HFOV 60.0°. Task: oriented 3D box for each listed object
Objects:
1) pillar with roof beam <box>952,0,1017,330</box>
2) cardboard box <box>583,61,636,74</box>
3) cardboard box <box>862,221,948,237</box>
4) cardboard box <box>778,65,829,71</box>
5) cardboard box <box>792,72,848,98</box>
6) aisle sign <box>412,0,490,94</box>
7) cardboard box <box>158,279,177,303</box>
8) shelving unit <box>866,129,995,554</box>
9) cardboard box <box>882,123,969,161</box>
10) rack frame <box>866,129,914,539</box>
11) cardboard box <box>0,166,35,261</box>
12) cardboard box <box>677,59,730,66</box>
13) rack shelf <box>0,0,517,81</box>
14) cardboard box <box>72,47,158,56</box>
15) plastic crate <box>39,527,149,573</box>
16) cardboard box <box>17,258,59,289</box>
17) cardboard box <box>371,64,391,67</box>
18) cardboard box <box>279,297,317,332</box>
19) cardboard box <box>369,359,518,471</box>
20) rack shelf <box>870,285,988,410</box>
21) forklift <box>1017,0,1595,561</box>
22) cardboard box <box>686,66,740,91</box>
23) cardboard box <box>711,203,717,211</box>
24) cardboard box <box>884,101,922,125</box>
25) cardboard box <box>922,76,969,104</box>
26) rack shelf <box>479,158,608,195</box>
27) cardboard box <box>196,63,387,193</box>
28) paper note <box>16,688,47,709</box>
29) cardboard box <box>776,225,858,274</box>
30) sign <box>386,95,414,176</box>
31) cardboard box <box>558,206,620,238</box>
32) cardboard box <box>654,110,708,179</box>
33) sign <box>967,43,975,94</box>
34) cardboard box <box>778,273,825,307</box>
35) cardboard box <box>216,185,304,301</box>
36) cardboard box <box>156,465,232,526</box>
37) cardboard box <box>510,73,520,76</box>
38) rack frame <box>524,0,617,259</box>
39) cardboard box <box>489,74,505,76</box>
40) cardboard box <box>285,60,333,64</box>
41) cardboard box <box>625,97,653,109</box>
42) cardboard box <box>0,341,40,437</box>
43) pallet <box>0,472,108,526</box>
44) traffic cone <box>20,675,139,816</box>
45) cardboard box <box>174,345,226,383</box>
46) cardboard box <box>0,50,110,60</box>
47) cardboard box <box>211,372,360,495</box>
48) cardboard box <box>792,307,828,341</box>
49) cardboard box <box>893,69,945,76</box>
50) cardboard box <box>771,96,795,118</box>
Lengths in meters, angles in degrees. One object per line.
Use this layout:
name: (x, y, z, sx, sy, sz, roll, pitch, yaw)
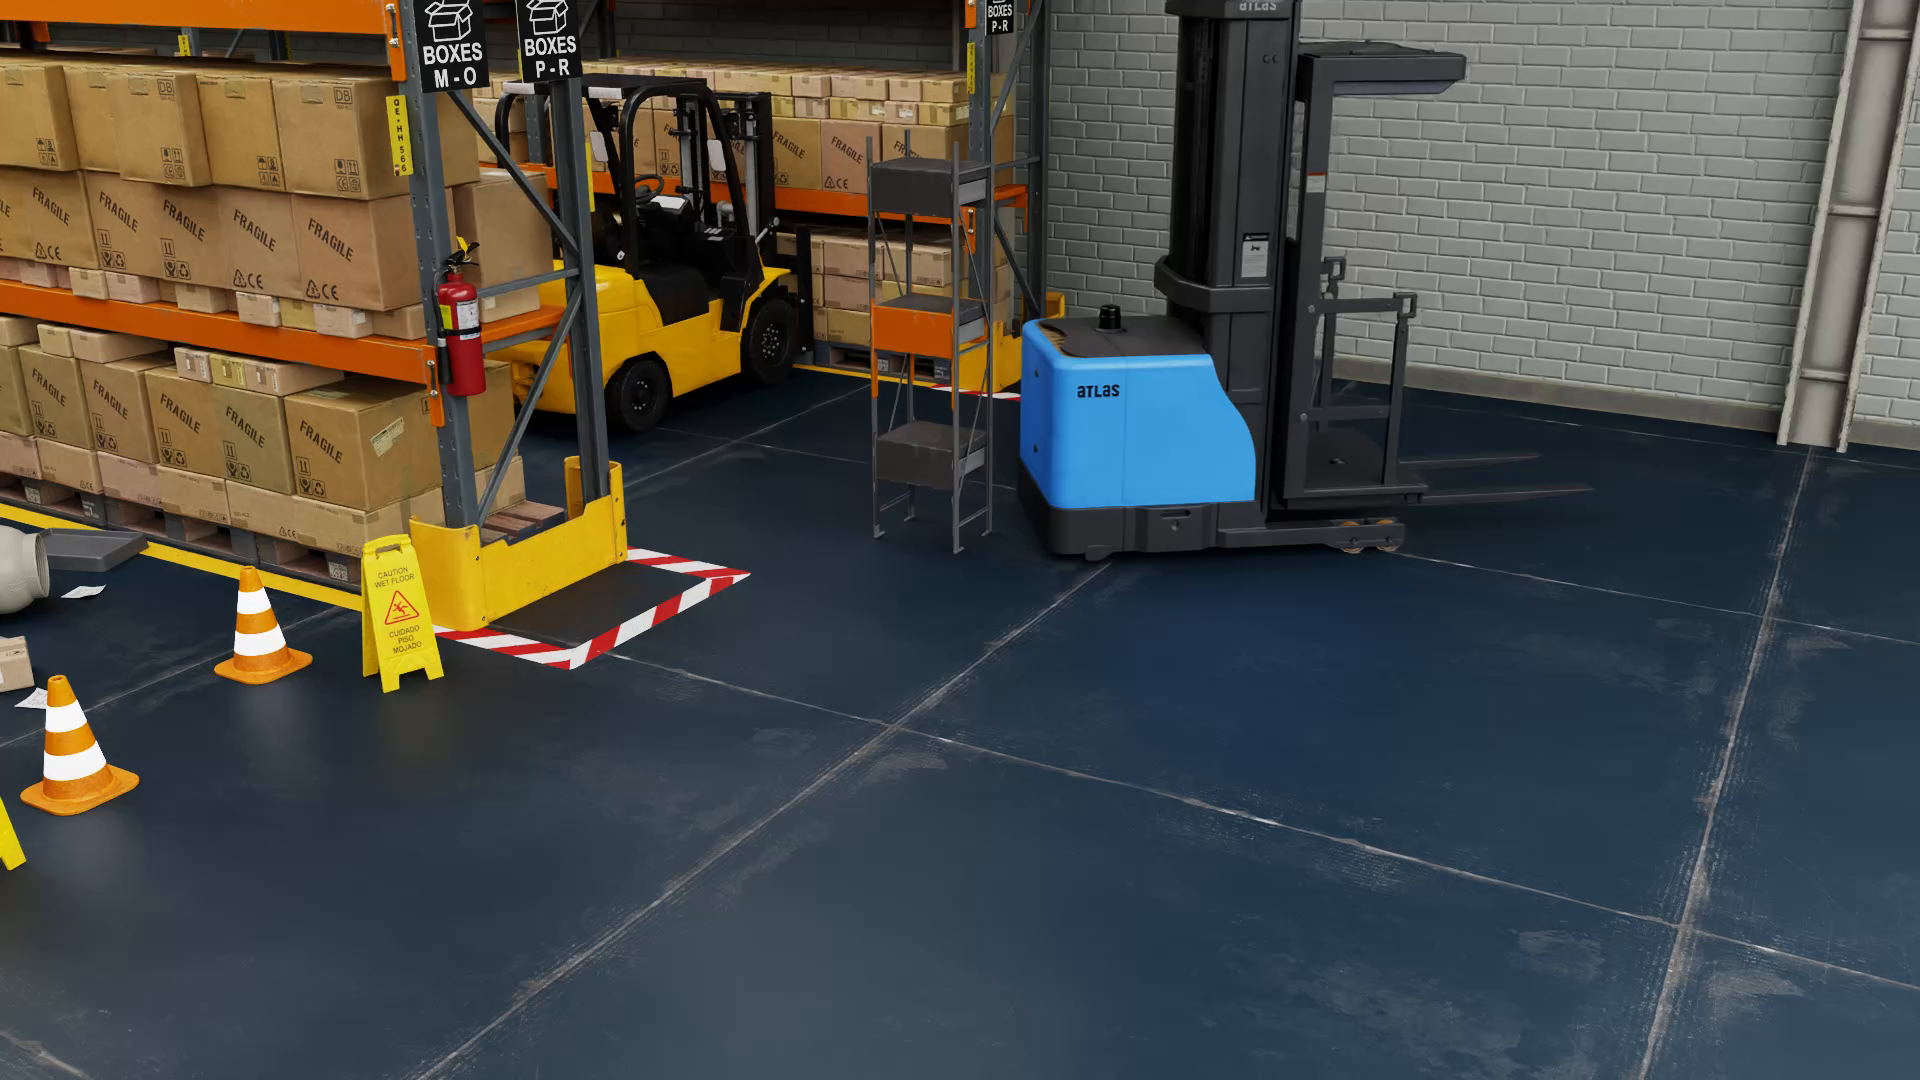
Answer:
pillar with roof beam: (-1.915, -4.568, 8.263, 0.400, 9.000, 9.100, 11, 23, 27)
cardboard box: (-2.725, -3.650, 12.995, 0.250, 0.149, 0.380, 11, 23, 28)
cardboard box: (-0.413, -2.239, 12.589, 0.500, 0.250, 0.500, 11, 23, 27)
cardboard box: (-1.173, -3.523, 12.644, 0.250, 0.149, 0.380, 11, 23, 28)
cardboard box: (-0.998, -3.275, 11.962, 0.250, 0.149, 0.380, 11, 23, 29)
aisle sign: (-2.152, -2.293, 6.975, 0.004, 0.787, 0.394, 11, 23, 27)
cardboard box: (-3.821, -1.308, 8.440, 0.250, 0.149, 0.380, 11, 23, 27)
shelving unit: (-0.144, -1.015, 8.583, 0.503, 2.100, 0.431, 11, 23, 27)
cardboard box: (-0.205, -2.696, 11.753, 0.500, 0.500, 0.500, 10, 22, 26)
rack frame: (-0.358, -1.055, 8.695, 0.015, 2.100, 0.400, 11, 23, 27)
cardboard box: (-4.859, -1.787, 8.809, 0.500, 0.500, 0.500, 11, 23, 27)
cardboard box: (-2.028, -3.723, 13.194, 0.250, 0.149, 0.380, 10, 22, 26)
rack shelf: (-3.811, -2.572, 8.213, 4.000, 0.370, 1.077, 11, 23, 27)
cardboard box: (-8.147, -4.439, 15.935, 0.637, 0.503, 0.797, 10, 22, 26)
plastic crate: (-4.586, 0.045, 8.624, 0.583, 0.080, 0.402, 3, 20, 9)
cardboard box: (-4.747, -1.454, 8.842, 0.250, 0.149, 0.380, 12, 23, 29)
cardboard box: (-5.073, -4.159, 14.835, 0.250, 0.149, 0.380, 10, 22, 26)
cardboard box: (-2.984, -1.106, 7.884, 0.250, 0.149, 0.380, 10, 22, 26)
cardboard box: (-2.655, -0.645, 8.561, 0.500, 0.500, 0.500, 10, 22, 26)
rack shelf: (-0.144, -1.002, 8.588, 0.480, 0.518, 0.431, 11, 23, 27)
forklift: (1.881, -1.482, 8.652, 3.031, 2.935, 1.130, -3, 20, -8)
cardboard box: (-1.843, -3.471, 12.500, 0.250, 0.149, 0.380, 11, 23, 27)
cardboard box: (-2.166, -2.582, 13.534, 0.500, 0.250, 0.500, 10, 22, 27)
cardboard box: (-0.324, -3.006, 11.654, 0.250, 0.149, 0.380, 11, 23, 28)
cardboard box: (-0.063, -3.134, 11.573, 0.250, 0.149, 0.380, 11, 23, 27)
rack shelf: (-4.886, -3.305, 14.634, 4.000, 0.370, 1.077, 11, 23, 27)
cardboard box: (-3.056, -1.931, 7.740, 0.500, 0.500, 0.700, 11, 23, 28)
paper note: (-3.861, 0.664, 6.991, 0.142, 0.019, 0.148, 3, 20, 9)
cardboard box: (-1.096, -2.168, 12.394, 0.500, 0.250, 0.500, 11, 23, 28)
sign: (-2.353, -1.698, 6.987, 0.005, 0.325, 0.100, 11, 23, 27)
cardboard box: (-2.870, -2.512, 13.341, 0.500, 0.250, 0.500, 10, 22, 26)
cardboard box: (-1.974, -3.041, 12.703, 0.500, 0.500, 0.500, 11, 22, 27)
sign: (0.076, -3.142, 11.083, 0.005, 0.325, 0.100, 11, 23, 27)
cardboard box: (-1.118, -1.940, 12.497, 0.500, 0.250, 0.500, 10, 22, 26)
cardboard box: (-3.108, -1.447, 7.873, 0.500, 0.500, 0.500, 11, 23, 27)
cardboard box: (-3.810, -0.301, 8.711, 0.500, 0.250, 0.500, 10, 22, 25)
cardboard box: (-3.550, -3.845, 13.970, 0.250, 0.149, 0.380, 10, 22, 26)
rack frame: (-3.140, -3.311, 13.594, 0.127, 3.000, 1.000, 11, 23, 27)
cardboard box: (-3.968, -3.748, 13.699, 0.250, 0.149, 0.380, 11, 23, 27)
cardboard box: (-5.966, -4.324, 15.289, 0.250, 0.149, 0.380, 11, 23, 29)
cardboard box: (-2.342, -3.391, 12.716, 0.250, 0.149, 0.380, 11, 23, 28)
cardboard box: (-5.174, -0.912, 9.296, 0.500, 0.500, 0.500, 12, 23, 30)
pallet: (-4.953, -0.421, 9.715, 1.213, 0.211, 1.003, 11, 23, 27)
traffic cone: (-3.314, 0.725, 6.189, 0.334, 0.463, 0.336, 11, 23, 27)
cardboard box: (-3.692, -0.913, 8.350, 0.250, 0.149, 0.380, 12, 23, 30)
cardboard box: (-4.843, -2.260, 8.649, 0.500, 0.500, 0.700, 11, 23, 28)
cardboard box: (-3.349, -0.566, 8.344, 0.500, 0.500, 0.500, 12, 23, 29)
cardboard box: (-1.074, -1.706, 12.586, 0.500, 0.250, 0.500, 11, 23, 28)
cardboard box: (-0.286, -3.350, 12.168, 0.250, 0.149, 0.380, 11, 23, 28)
cardboard box: (-1.219, -3.178, 12.129, 0.250, 0.149, 0.380, 11, 23, 28)
